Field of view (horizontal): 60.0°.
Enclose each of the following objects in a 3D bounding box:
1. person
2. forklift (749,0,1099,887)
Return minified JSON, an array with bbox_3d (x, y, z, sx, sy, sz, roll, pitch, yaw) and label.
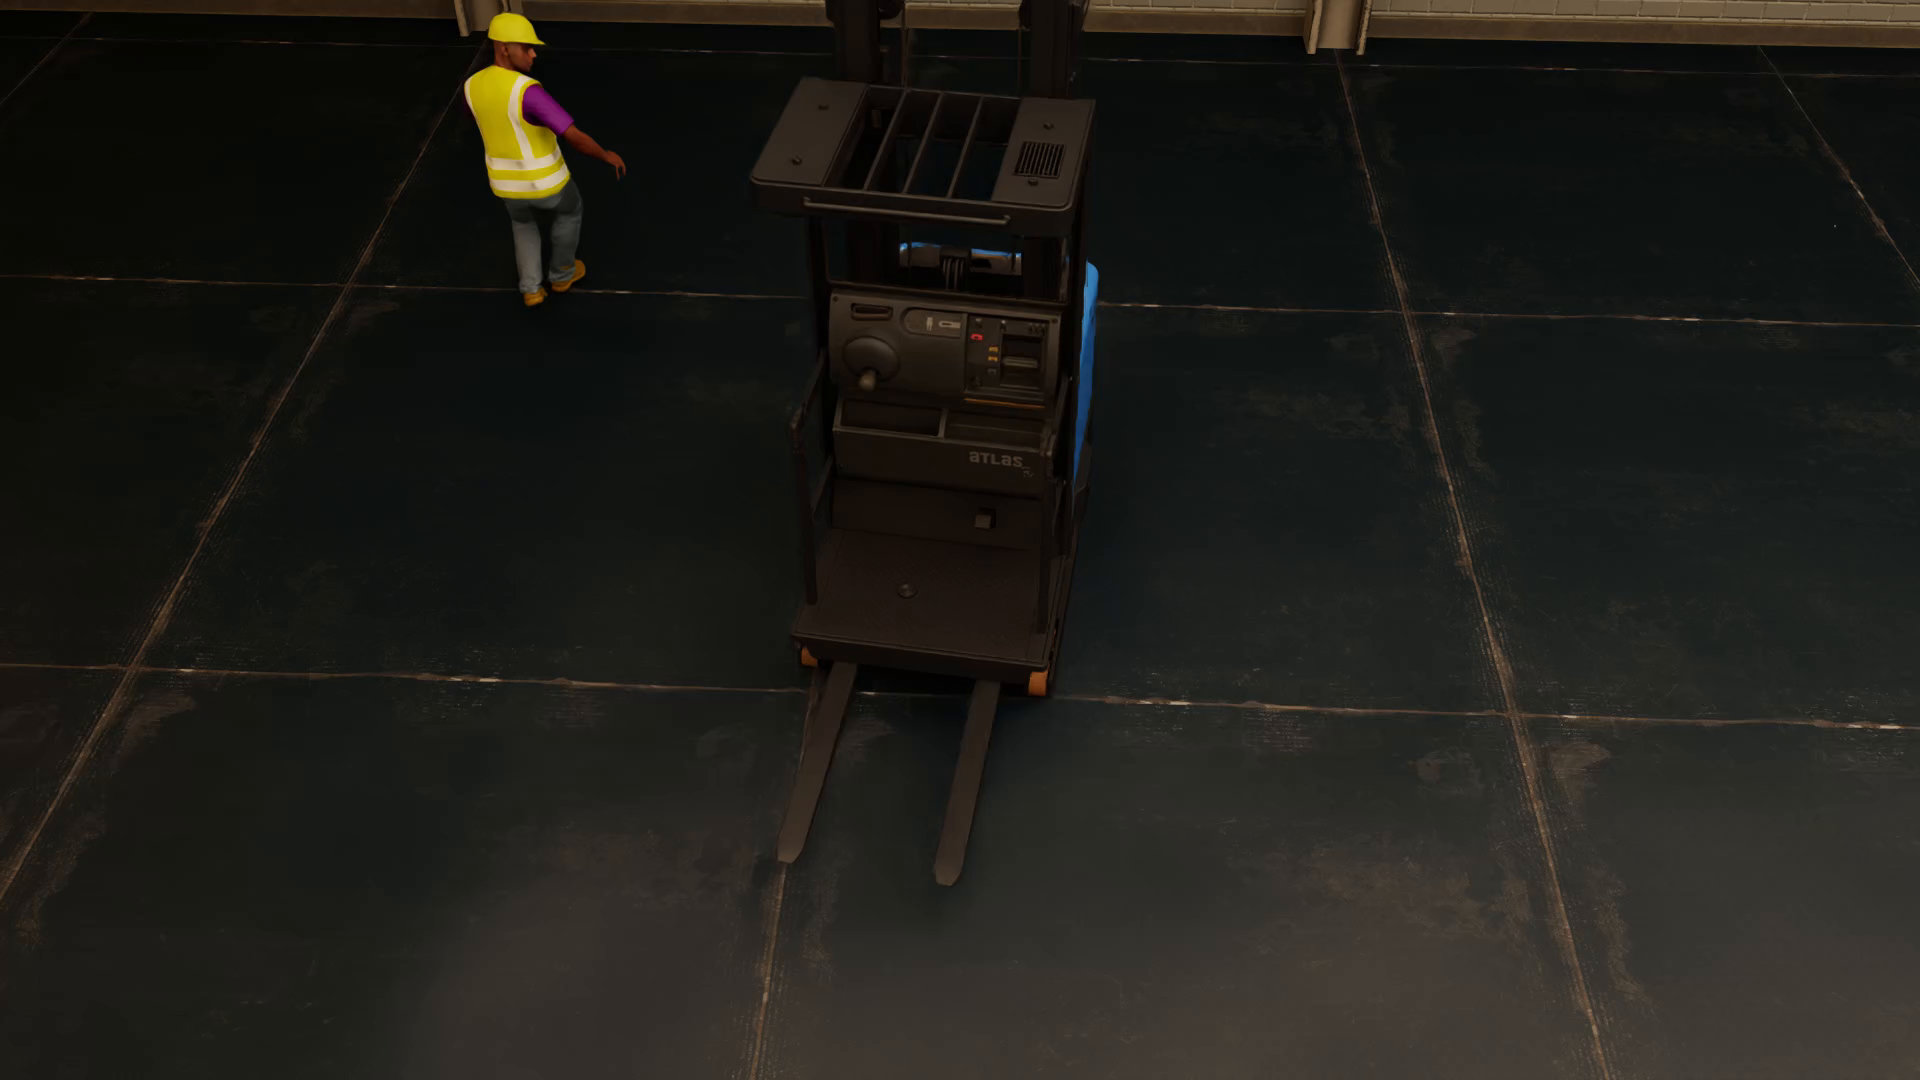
[{"bbox_3d":[-2.215,-2.052,8.945,0.910,1.638,0.817,9,43,10],"label":"person"},{"bbox_3d":[-0.100,-0.676,6.483,1.130,2.935,3.031,7,43,7],"label":"forklift"}]
